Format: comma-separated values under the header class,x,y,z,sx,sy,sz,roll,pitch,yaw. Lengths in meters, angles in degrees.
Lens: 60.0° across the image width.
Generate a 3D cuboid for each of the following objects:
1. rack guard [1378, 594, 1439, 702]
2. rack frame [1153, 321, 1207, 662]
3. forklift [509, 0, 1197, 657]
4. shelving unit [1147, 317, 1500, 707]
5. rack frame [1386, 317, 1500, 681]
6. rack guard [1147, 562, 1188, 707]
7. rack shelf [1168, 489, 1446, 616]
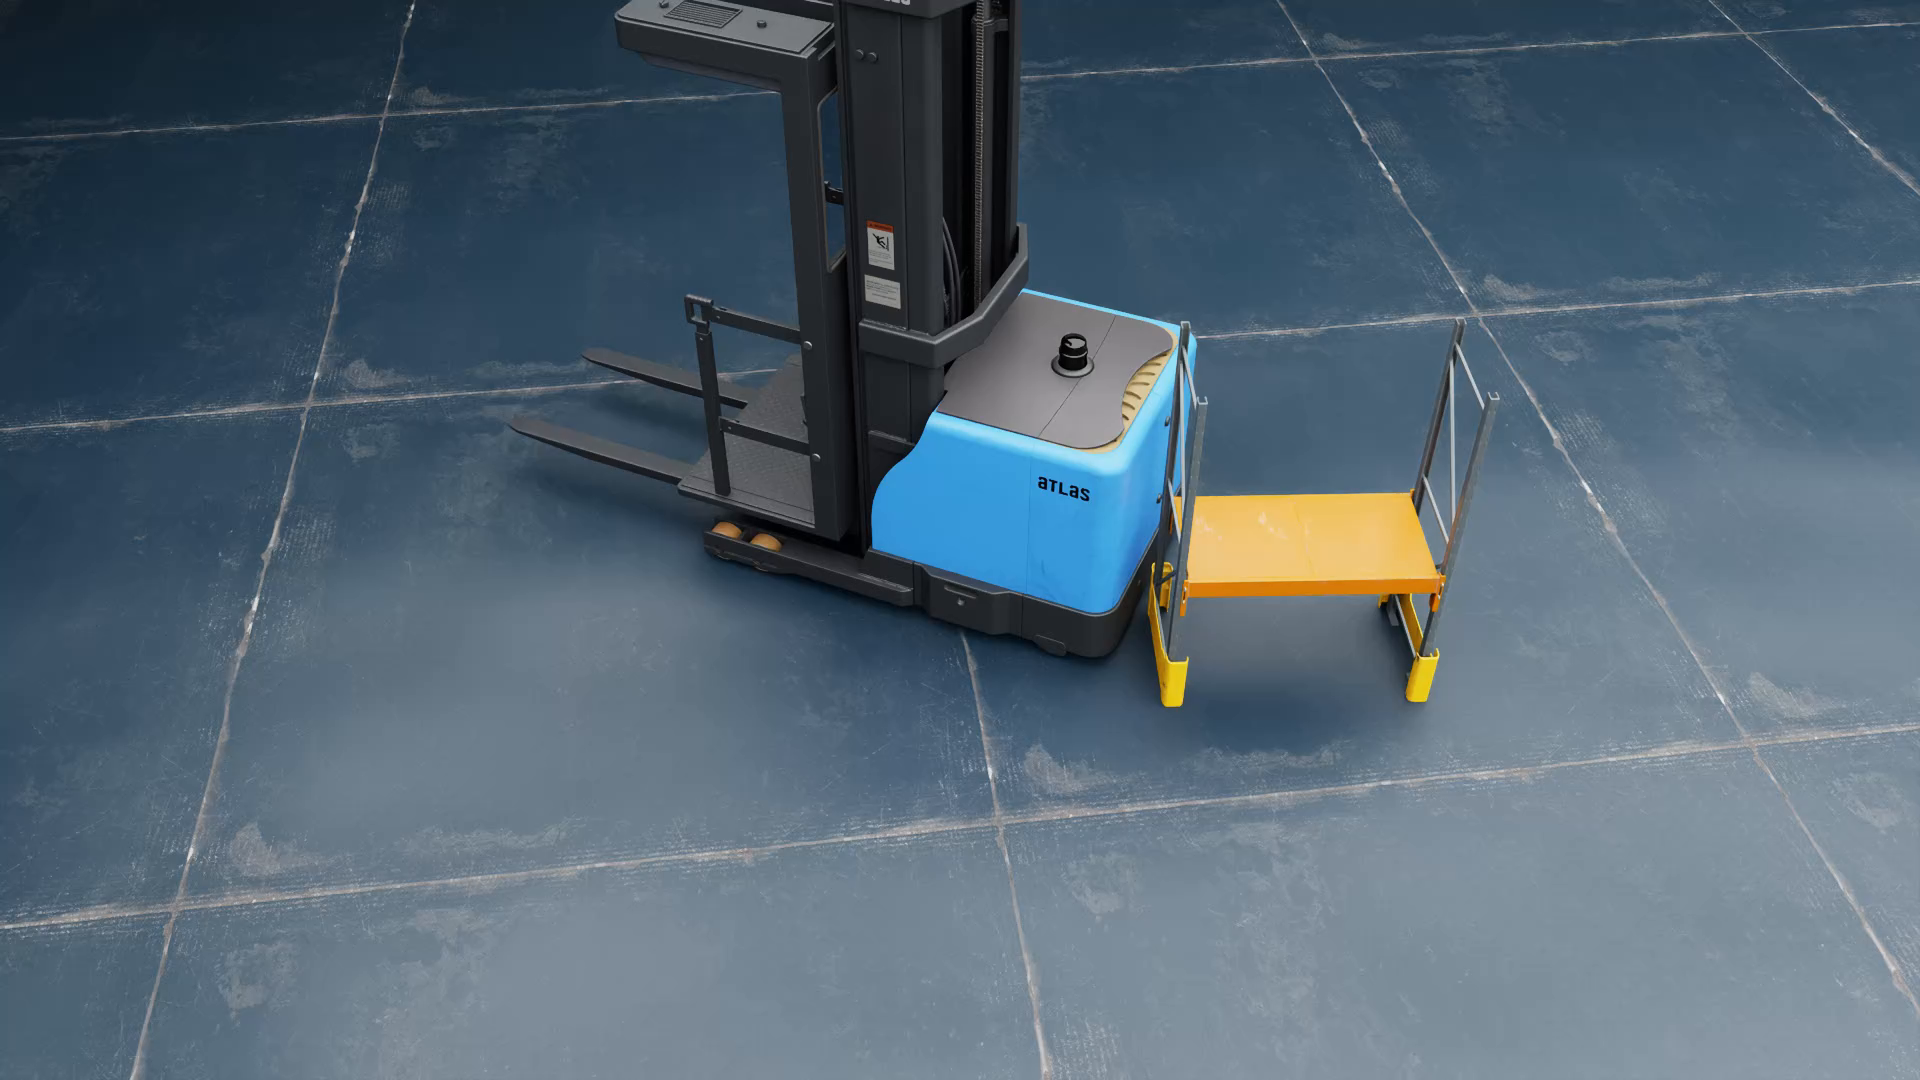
class,x,y,z,sx,sy,sz,roll,pitch,yaw
rack guard,1.849,0.367,6.872,0.087,0.250,0.587,-1,42,-1
rack frame,0.834,-0.080,6.434,0.032,1.500,0.500,-1,42,-1
forklift,-0.578,-1.257,6.670,3.031,2.935,1.130,16,45,17
shelving unit,1.351,-0.089,6.444,1.083,1.500,0.587,-1,42,-1
rack frame,1.850,-0.098,6.453,0.032,1.500,0.500,-1,42,-1
rack guard,0.853,0.384,6.853,0.087,0.250,0.587,-1,42,-1
rack shelf,1.342,0.045,6.564,1.000,0.185,0.538,-1,42,-1
